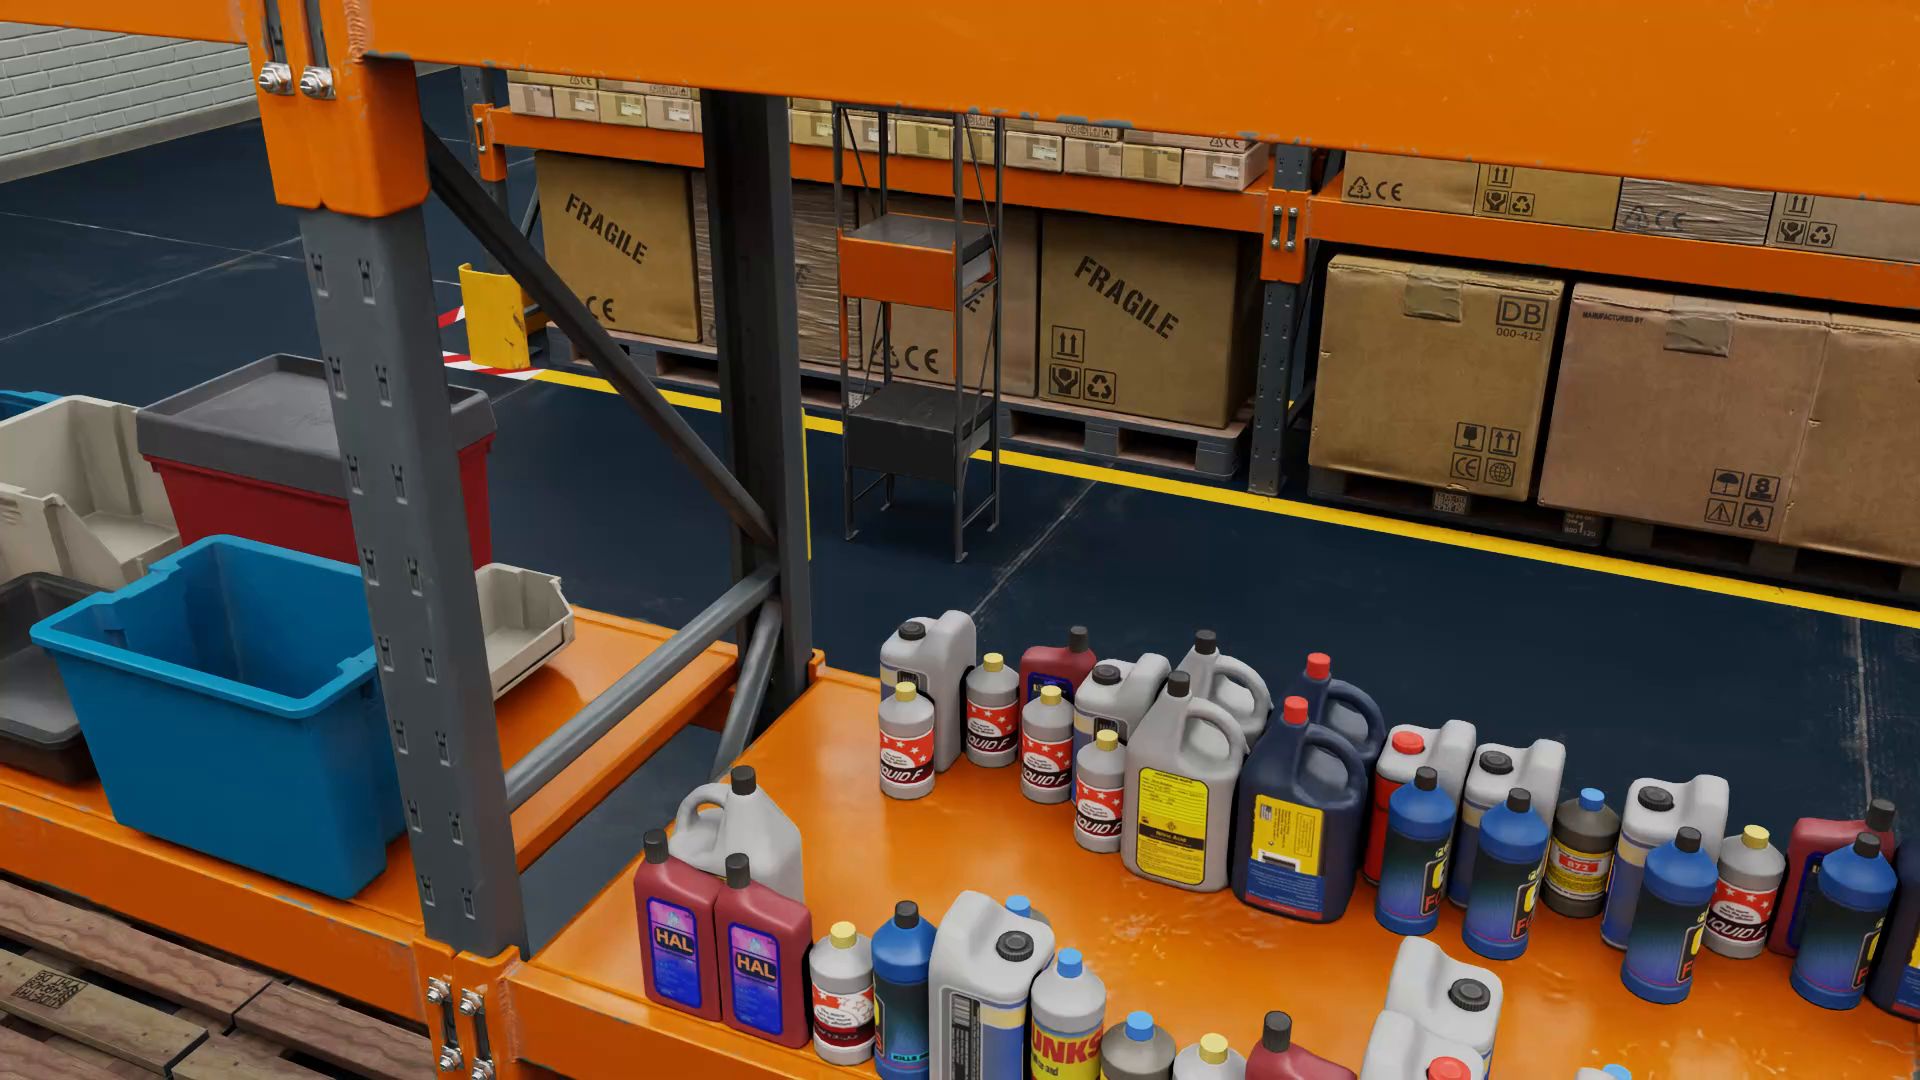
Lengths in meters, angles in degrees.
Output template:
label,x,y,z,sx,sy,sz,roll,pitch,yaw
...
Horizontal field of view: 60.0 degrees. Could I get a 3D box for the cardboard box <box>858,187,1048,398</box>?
label,x,y,z,sx,sy,sz,roll,pitch,yaw
cardboard box,0.113,-1.288,7.900,0.875,0.875,0.875,11,28,22

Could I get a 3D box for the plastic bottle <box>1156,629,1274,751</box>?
label,x,y,z,sx,sy,sz,roll,pitch,yaw
plastic bottle,0.421,0.315,2.770,0.185,0.351,0.144,11,28,22

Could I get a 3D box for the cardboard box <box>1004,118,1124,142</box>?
label,x,y,z,sx,sy,sz,roll,pitch,yaw
cardboard box,0.517,-1.870,6.986,0.500,0.250,0.500,12,29,23

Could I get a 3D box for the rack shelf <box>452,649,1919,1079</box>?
label,x,y,z,sx,sy,sz,roll,pitch,yaw
rack shelf,1.270,0.945,2.249,4.000,0.370,1.077,11,28,22

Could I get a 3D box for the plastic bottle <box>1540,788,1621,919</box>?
label,x,y,z,sx,sy,sz,roll,pitch,yaw
plastic bottle,0.973,0.481,2.601,0.097,0.201,0.097,0,26,0

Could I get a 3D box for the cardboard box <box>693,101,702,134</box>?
label,x,y,z,sx,sy,sz,roll,pitch,yaw
cardboard box,-1.019,-1.969,7.638,0.250,0.149,0.380,11,28,21

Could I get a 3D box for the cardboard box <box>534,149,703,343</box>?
label,x,y,z,sx,sy,sz,roll,pitch,yaw
cardboard box,-1.526,-1.617,8.568,0.875,0.875,0.875,11,28,22

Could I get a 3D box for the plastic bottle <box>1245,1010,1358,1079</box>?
label,x,y,z,sx,sy,sz,roll,pitch,yaw
plastic bottle,0.415,0.710,2.045,0.133,0.283,0.061,11,28,22

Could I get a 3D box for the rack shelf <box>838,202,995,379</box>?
label,x,y,z,sx,sy,sz,roll,pitch,yaw
rack shelf,-0.151,-0.960,6.354,0.480,0.518,0.431,11,28,22

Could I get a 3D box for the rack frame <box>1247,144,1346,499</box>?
label,x,y,z,sx,sy,sz,roll,pitch,yaw
rack frame,1.499,-1.735,6.878,0.127,3.000,1.000,11,28,22

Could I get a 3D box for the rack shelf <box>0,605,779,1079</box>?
label,x,y,z,sx,sy,sz,roll,pitch,yaw
rack shelf,-2.371,0.213,3.735,4.000,0.370,1.077,11,28,22

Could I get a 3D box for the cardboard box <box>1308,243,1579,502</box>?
label,x,y,z,sx,sy,sz,roll,pitch,yaw
cardboard box,2.090,-0.861,7.034,0.875,0.875,1.225,11,28,22

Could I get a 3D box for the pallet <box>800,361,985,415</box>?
label,x,y,z,sx,sy,sz,roll,pitch,yaw
pallet,-0.275,-0.877,8.292,1.213,0.211,1.003,11,28,22

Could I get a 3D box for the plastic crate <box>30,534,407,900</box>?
label,x,y,z,sx,sy,sz,roll,pitch,yaw
plastic crate,-1.117,0.288,2.718,0.575,0.384,0.392,11,28,22

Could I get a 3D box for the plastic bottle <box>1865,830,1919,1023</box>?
label,x,y,z,sx,sy,sz,roll,pitch,yaw
plastic bottle,1.424,0.516,2.361,0.185,0.351,0.144,11,28,22

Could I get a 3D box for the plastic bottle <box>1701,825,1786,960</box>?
label,x,y,z,sx,sy,sz,roll,pitch,yaw
plastic bottle,1.184,0.524,2.515,0.097,0.201,0.097,0,26,0

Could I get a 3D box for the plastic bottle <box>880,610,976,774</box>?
label,x,y,z,sx,sy,sz,roll,pitch,yaw
plastic bottle,-0.058,0.254,2.978,0.135,0.276,0.152,11,28,22

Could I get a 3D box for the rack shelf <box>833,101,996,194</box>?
label,x,y,z,sx,sy,sz,roll,pitch,yaw
rack shelf,-0.151,-1.588,6.045,0.480,0.518,0.431,11,28,22

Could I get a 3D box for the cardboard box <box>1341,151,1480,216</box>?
label,x,y,z,sx,sy,sz,roll,pitch,yaw
cardboard box,1.815,-1.595,6.481,0.500,0.500,0.500,11,28,22

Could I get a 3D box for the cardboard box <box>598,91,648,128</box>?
label,x,y,z,sx,sy,sz,roll,pitch,yaw
cardboard box,-1.488,-2.063,7.829,0.250,0.149,0.380,11,28,21

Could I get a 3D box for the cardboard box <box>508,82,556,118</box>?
label,x,y,z,sx,sy,sz,roll,pitch,yaw
cardboard box,-1.955,-2.156,8.018,0.250,0.149,0.380,12,29,22

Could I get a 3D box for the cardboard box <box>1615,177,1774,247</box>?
label,x,y,z,sx,sy,sz,roll,pitch,yaw
cardboard box,2.728,-1.412,6.109,0.500,0.500,0.500,11,28,21

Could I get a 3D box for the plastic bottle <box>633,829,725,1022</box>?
label,x,y,z,sx,sy,sz,roll,pitch,yaw
plastic bottle,-0.394,0.547,2.375,0.133,0.283,0.061,11,28,22

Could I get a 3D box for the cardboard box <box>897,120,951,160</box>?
label,x,y,z,sx,sy,sz,roll,pitch,yaw
cardboard box,-0.084,-1.781,7.256,0.250,0.149,0.380,11,28,21

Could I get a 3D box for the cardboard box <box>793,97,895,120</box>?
label,x,y,z,sx,sy,sz,roll,pitch,yaw
cardboard box,-0.408,-2.057,7.366,0.500,0.250,0.500,11,28,21

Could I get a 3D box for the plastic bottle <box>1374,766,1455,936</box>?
label,x,y,z,sx,sy,sz,roll,pitch,yaw
plastic bottle,0.699,0.469,2.548,0.097,0.271,0.097,0,26,0

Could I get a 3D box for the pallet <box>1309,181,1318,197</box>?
label,x,y,z,sx,sy,sz,roll,pitch,yaw
pallet,3.019,-2.569,11.728,1.213,0.211,1.003,11,28,22

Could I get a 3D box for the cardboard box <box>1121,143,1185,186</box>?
label,x,y,z,sx,sy,sz,roll,pitch,yaw
cardboard box,0.851,-1.594,6.875,0.250,0.149,0.380,12,29,23

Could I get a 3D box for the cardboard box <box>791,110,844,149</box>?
label,x,y,z,sx,sy,sz,roll,pitch,yaw
cardboard box,-0.554,-1.875,7.448,0.250,0.149,0.380,11,28,21

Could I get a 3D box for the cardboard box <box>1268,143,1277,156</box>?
label,x,y,z,sx,sy,sz,roll,pitch,yaw
cardboard box,1.368,-1.810,7.315,0.250,0.149,0.380,11,28,22

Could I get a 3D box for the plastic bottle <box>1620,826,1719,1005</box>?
label,x,y,z,sx,sy,sz,roll,pitch,yaw
plastic bottle,1.032,0.536,2.412,0.097,0.271,0.097,0,26,0

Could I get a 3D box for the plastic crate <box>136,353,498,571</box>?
label,x,y,z,sx,sy,sz,roll,pitch,yaw
plastic crate,-1.260,-0.063,3.342,0.583,0.464,0.402,11,28,22

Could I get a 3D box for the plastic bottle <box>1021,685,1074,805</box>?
label,x,y,z,sx,sy,sz,roll,pitch,yaw
plastic bottle,0.155,0.347,2.875,0.097,0.201,0.097,0,26,0

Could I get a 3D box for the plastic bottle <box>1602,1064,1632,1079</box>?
label,x,y,z,sx,sy,sz,roll,pitch,yaw
plastic bottle,0.802,0.741,2.073,0.097,0.201,0.097,0,26,0

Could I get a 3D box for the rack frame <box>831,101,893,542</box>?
label,x,y,z,sx,sy,sz,roll,pitch,yaw
rack frame,-0.373,-1.017,6.438,0.015,2.100,0.400,11,28,22

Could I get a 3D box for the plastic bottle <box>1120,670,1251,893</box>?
label,x,y,z,sx,sy,sz,roll,pitch,yaw
plastic bottle,0.362,0.373,2.652,0.185,0.351,0.144,11,28,22

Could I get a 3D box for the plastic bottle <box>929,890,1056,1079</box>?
label,x,y,z,sx,sy,sz,roll,pitch,yaw
plastic bottle,0.046,0.617,2.242,0.135,0.276,0.152,11,28,22

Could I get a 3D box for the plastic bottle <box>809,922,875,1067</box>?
label,x,y,z,sx,sy,sz,roll,pitch,yaw
plastic bottle,-0.160,0.622,2.315,0.097,0.201,0.097,0,26,0

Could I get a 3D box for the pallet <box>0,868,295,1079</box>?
label,x,y,z,sx,sy,sz,roll,pitch,yaw
pallet,-2.351,1.166,4.143,1.213,0.211,1.003,11,28,22

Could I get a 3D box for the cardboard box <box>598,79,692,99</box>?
label,x,y,z,sx,sy,sz,roll,pitch,yaw
cardboard box,-1.341,-2.244,7.745,0.500,0.250,0.500,11,28,21

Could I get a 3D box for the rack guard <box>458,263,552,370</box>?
label,x,y,z,sx,sy,sz,roll,pitch,yaw
rack guard,-2.164,-1.349,8.925,0.348,0.500,1.175,11,28,22

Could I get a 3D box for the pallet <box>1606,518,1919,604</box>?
label,x,y,z,sx,sy,sz,roll,pitch,yaw
pallet,3.348,-0.151,6.817,1.213,0.211,1.003,11,28,22

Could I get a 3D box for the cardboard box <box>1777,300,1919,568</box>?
label,x,y,z,sx,sy,sz,roll,pitch,yaw
cardboard box,3.713,-0.540,6.380,0.875,0.875,1.225,11,28,22

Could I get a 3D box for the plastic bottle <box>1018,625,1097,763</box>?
label,x,y,z,sx,sy,sz,roll,pitch,yaw
plastic bottle,0.171,0.275,2.928,0.133,0.283,0.061,11,28,22

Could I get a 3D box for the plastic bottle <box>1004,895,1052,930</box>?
label,x,y,z,sx,sy,sz,roll,pitch,yaw
plastic bottle,0.081,0.597,2.367,0.097,0.201,0.097,0,26,0

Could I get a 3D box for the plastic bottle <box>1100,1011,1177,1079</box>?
label,x,y,z,sx,sy,sz,roll,pitch,yaw
plastic bottle,0.229,0.700,2.157,0.097,0.201,0.097,0,26,0

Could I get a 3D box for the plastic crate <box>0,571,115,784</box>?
label,x,y,z,sx,sy,sz,roll,pitch,yaw
plastic crate,-1.681,0.256,3.077,0.590,0.125,0.437,11,28,22

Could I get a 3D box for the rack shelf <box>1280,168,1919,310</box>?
label,x,y,z,sx,sy,sz,roll,pitch,yaw
rack shelf,3.320,-1.047,6.295,4.000,0.370,1.077,11,28,22

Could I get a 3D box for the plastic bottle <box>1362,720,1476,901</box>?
label,x,y,z,sx,sy,sz,roll,pitch,yaw
plastic bottle,0.733,0.413,2.655,0.135,0.276,0.152,11,28,22

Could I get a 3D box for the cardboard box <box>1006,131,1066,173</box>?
label,x,y,z,sx,sy,sz,roll,pitch,yaw
cardboard box,0.384,-1.687,7.066,0.250,0.149,0.380,12,29,23

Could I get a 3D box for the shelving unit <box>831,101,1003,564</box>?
label,x,y,z,sx,sy,sz,roll,pitch,yaw
shelving unit,-0.151,-0.972,6.348,0.503,2.100,0.431,11,28,22
